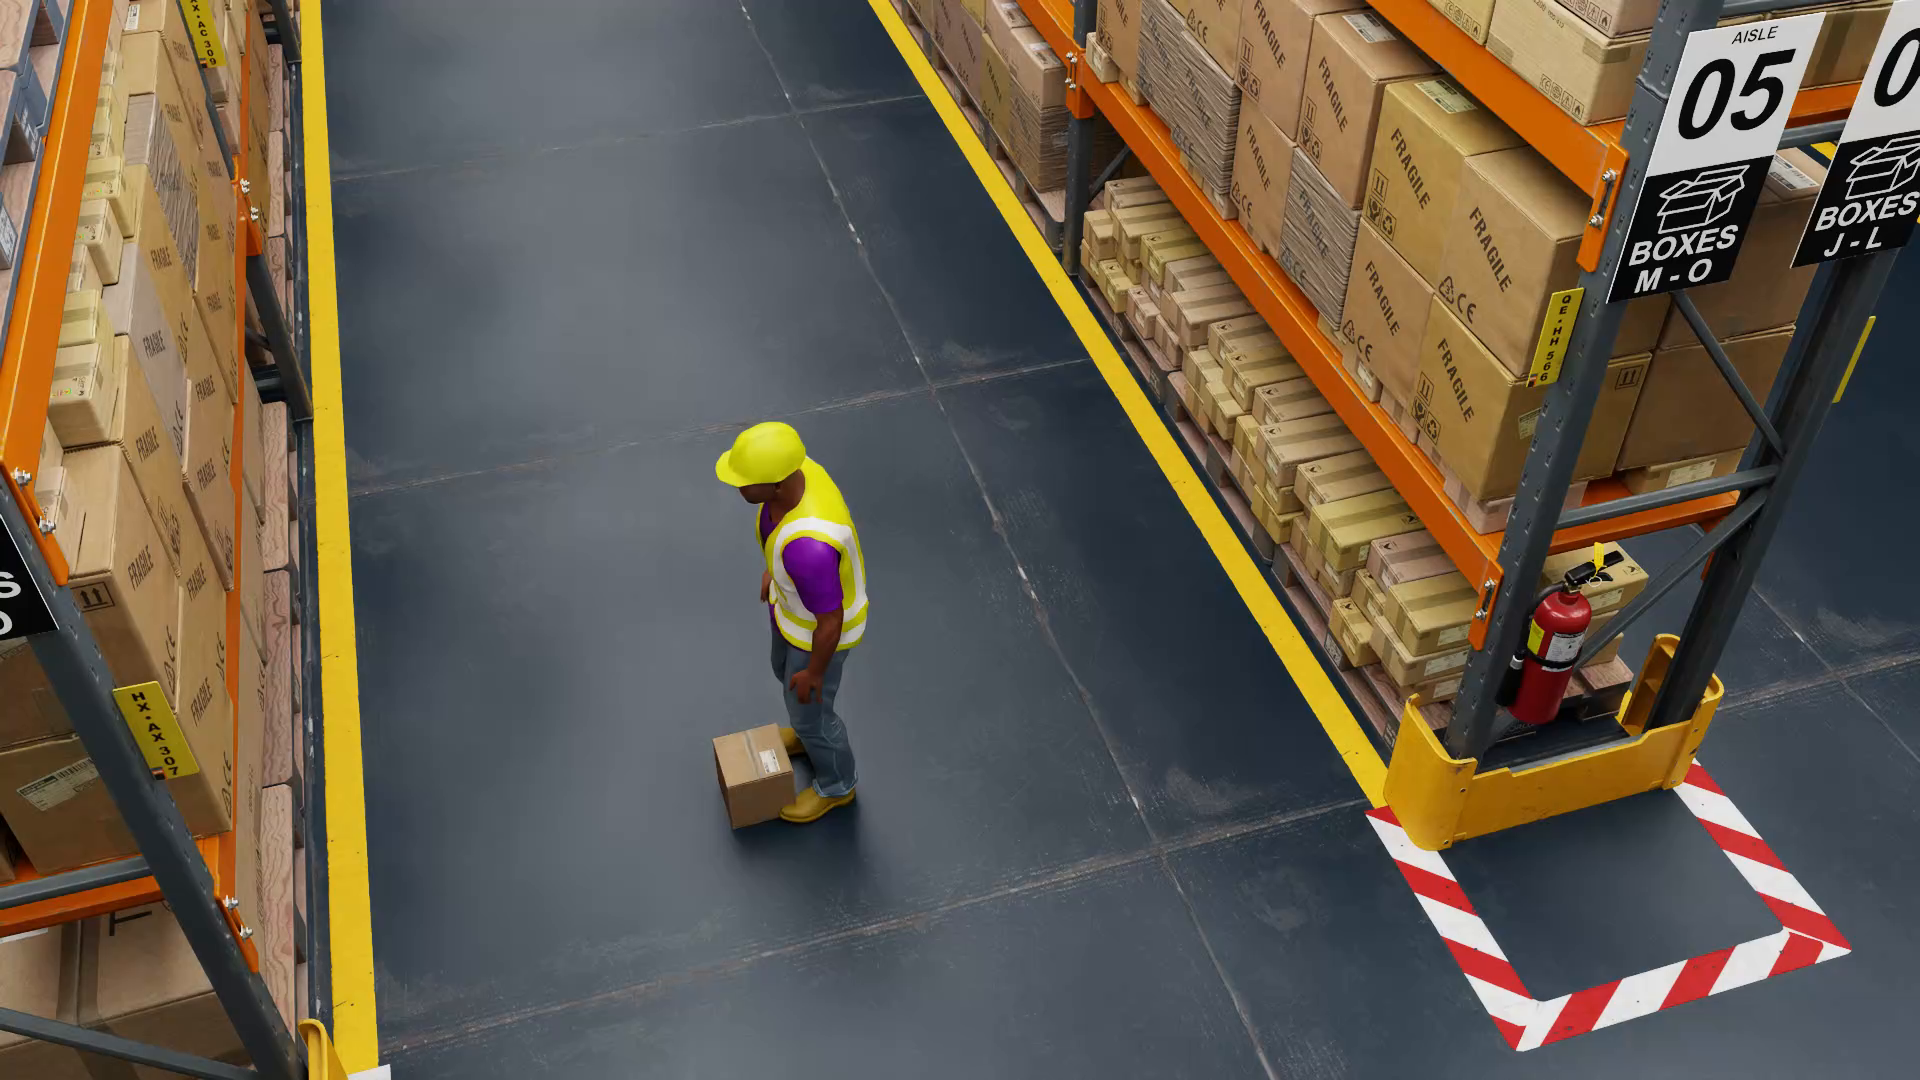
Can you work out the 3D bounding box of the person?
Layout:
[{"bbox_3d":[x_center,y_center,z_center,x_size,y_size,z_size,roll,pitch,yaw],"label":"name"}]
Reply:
[{"bbox_3d":[-0.562,0.275,5.840,0.456,1.761,0.627,-12,43,-13],"label":"person"}]
